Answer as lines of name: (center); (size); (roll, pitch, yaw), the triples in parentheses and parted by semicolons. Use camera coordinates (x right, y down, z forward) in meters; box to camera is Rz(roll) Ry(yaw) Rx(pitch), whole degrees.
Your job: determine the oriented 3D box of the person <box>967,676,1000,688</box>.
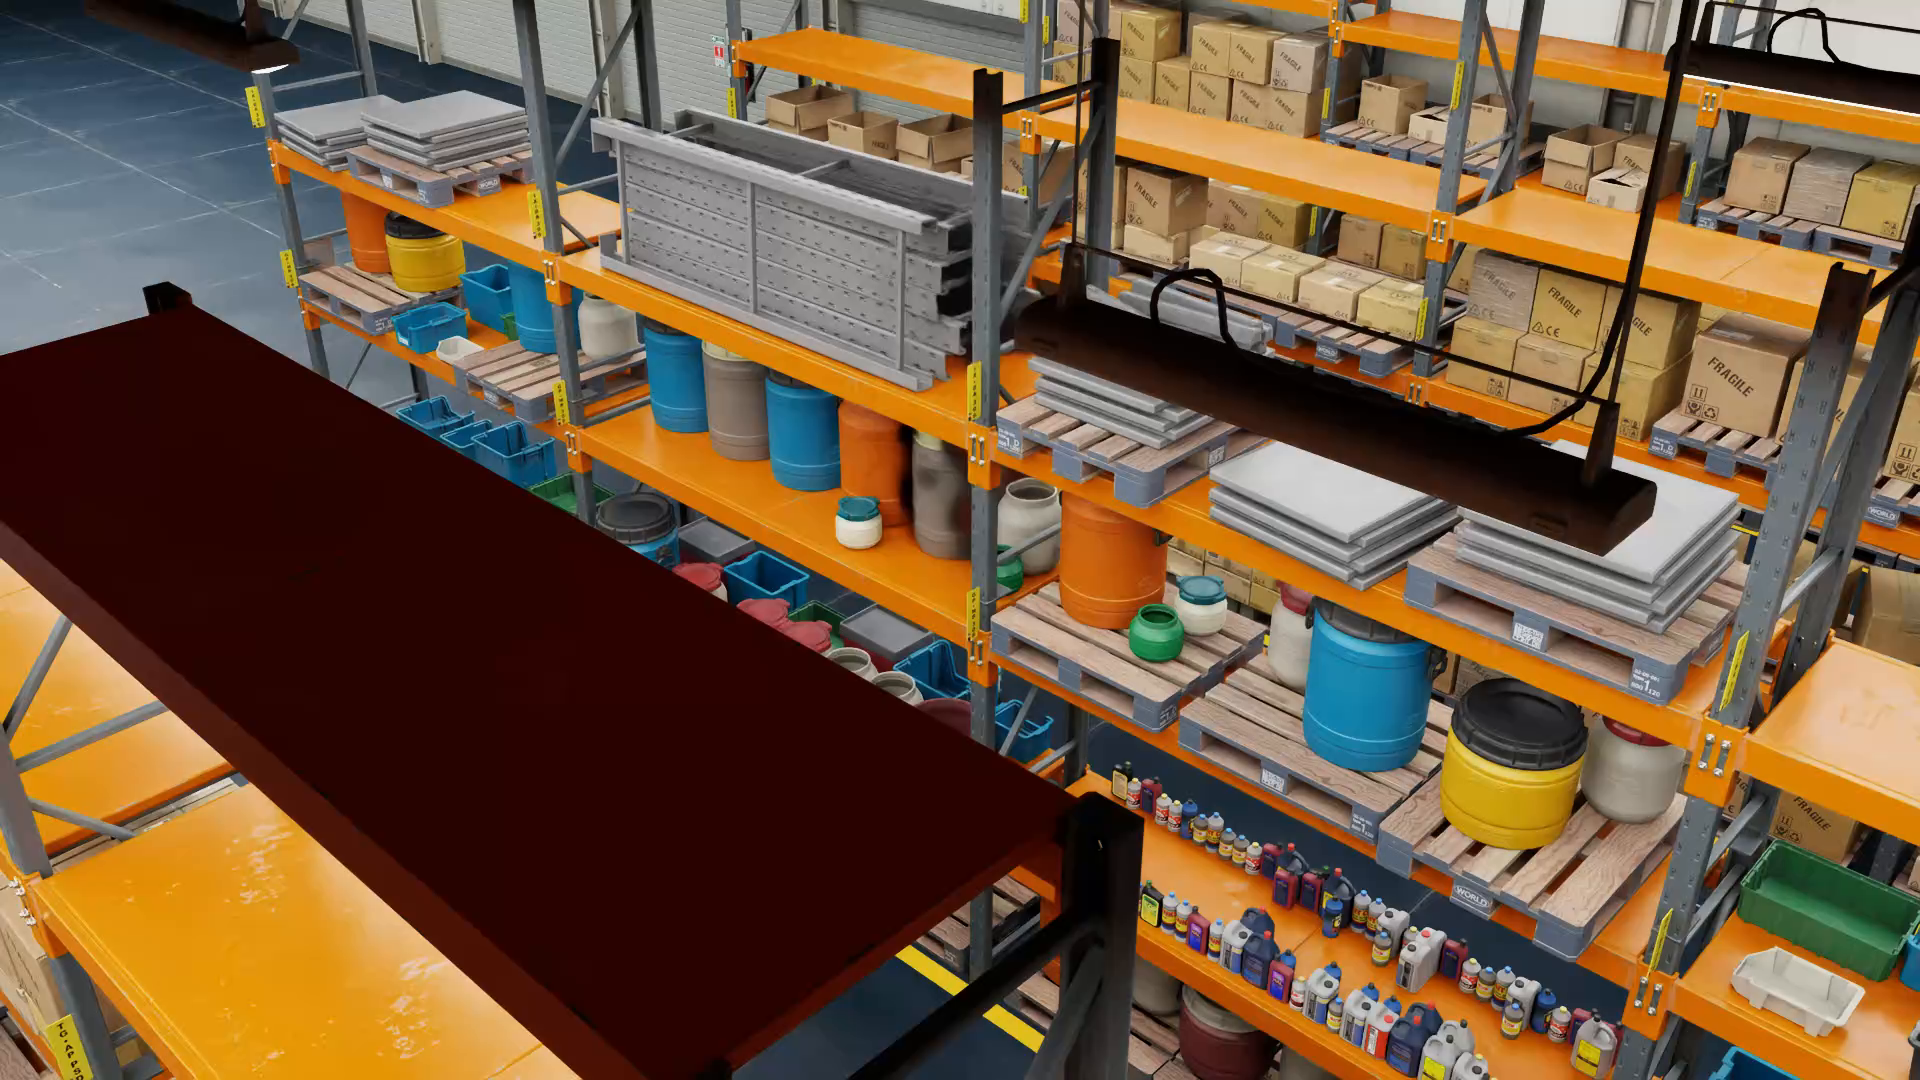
person: (-0.119, 0.456, 13.647); (0.993, 1.755, 0.700); (20, 35, 32)
